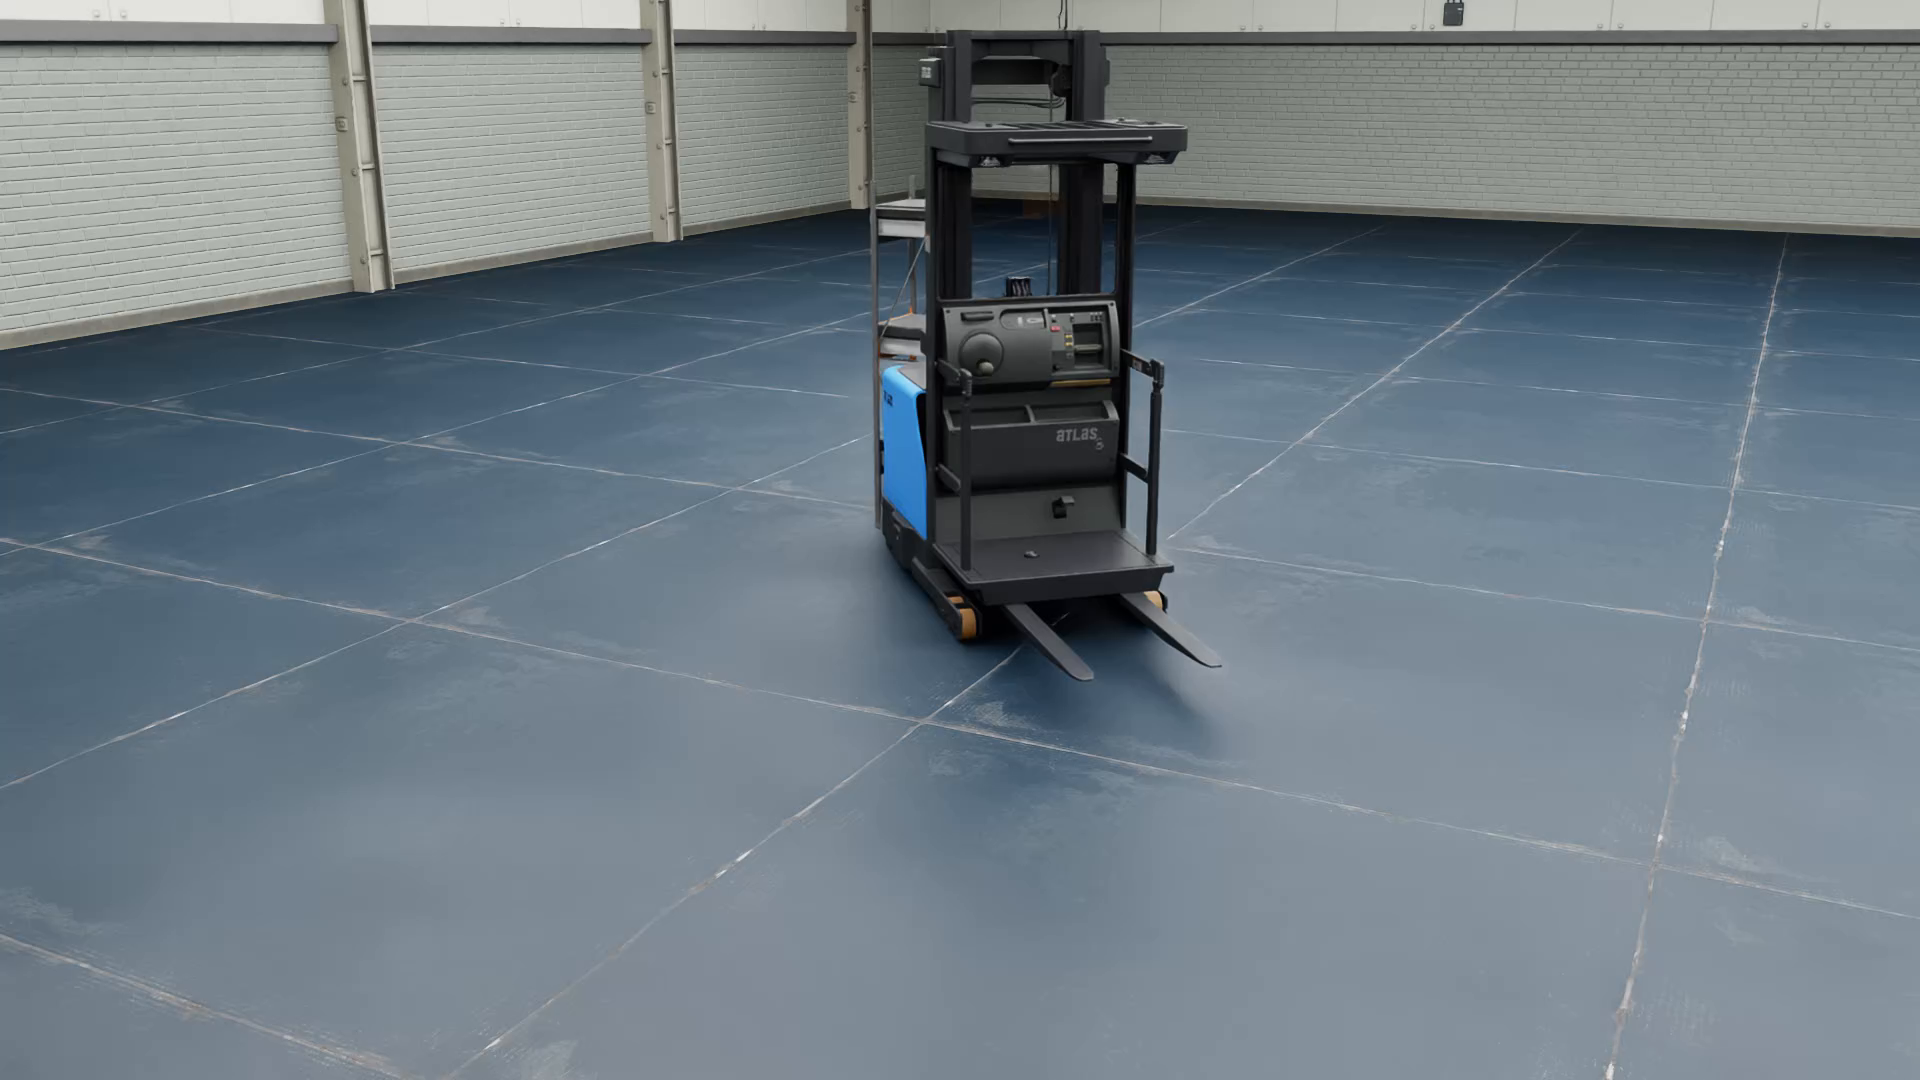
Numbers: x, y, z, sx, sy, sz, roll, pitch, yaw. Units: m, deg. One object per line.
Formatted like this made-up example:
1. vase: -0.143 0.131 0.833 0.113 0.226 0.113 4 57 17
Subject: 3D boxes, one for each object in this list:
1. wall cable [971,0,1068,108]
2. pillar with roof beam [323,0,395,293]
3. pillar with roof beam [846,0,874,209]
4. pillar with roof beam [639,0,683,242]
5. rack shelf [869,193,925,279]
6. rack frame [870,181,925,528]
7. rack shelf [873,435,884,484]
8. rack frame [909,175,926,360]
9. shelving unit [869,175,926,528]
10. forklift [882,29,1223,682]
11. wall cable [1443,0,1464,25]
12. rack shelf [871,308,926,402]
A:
1. wall cable: 0.702 -9.520 31.726 3.097 2.526 0.112 8 18 25
2. pillar with roof beam: -3.308 -6.822 17.189 9.100 9.000 0.400 8 18 25
3. pillar with roof beam: 2.054 -9.879 27.480 9.100 9.000 0.400 8 18 25
4. pillar with roof beam: -0.627 -8.351 22.334 9.100 9.000 0.400 8 18 25
5. rack shelf: -0.234 -1.782 9.926 0.431 0.518 0.480 8 18 25
6. rack frame: -0.343 -1.062 9.911 0.400 2.100 0.015 8 18 25
7. rack shelf: -0.234 -0.440 10.324 0.431 0.518 0.480 8 18 25
8. rack frame: -0.126 -1.186 10.330 0.400 2.100 0.015 8 18 25
9. shelving unit: -0.234 -1.124 10.121 0.431 2.100 0.503 8 18 25
10. forklift: 0.430 -1.024 8.324 1.130 2.935 3.031 -5 17 -15
11. wall cable: 9.188 -11.427 26.720 2.305 6.003 0.169 8 18 25
12. rack shelf: -0.234 -1.111 10.125 0.431 0.518 0.480 8 18 25
